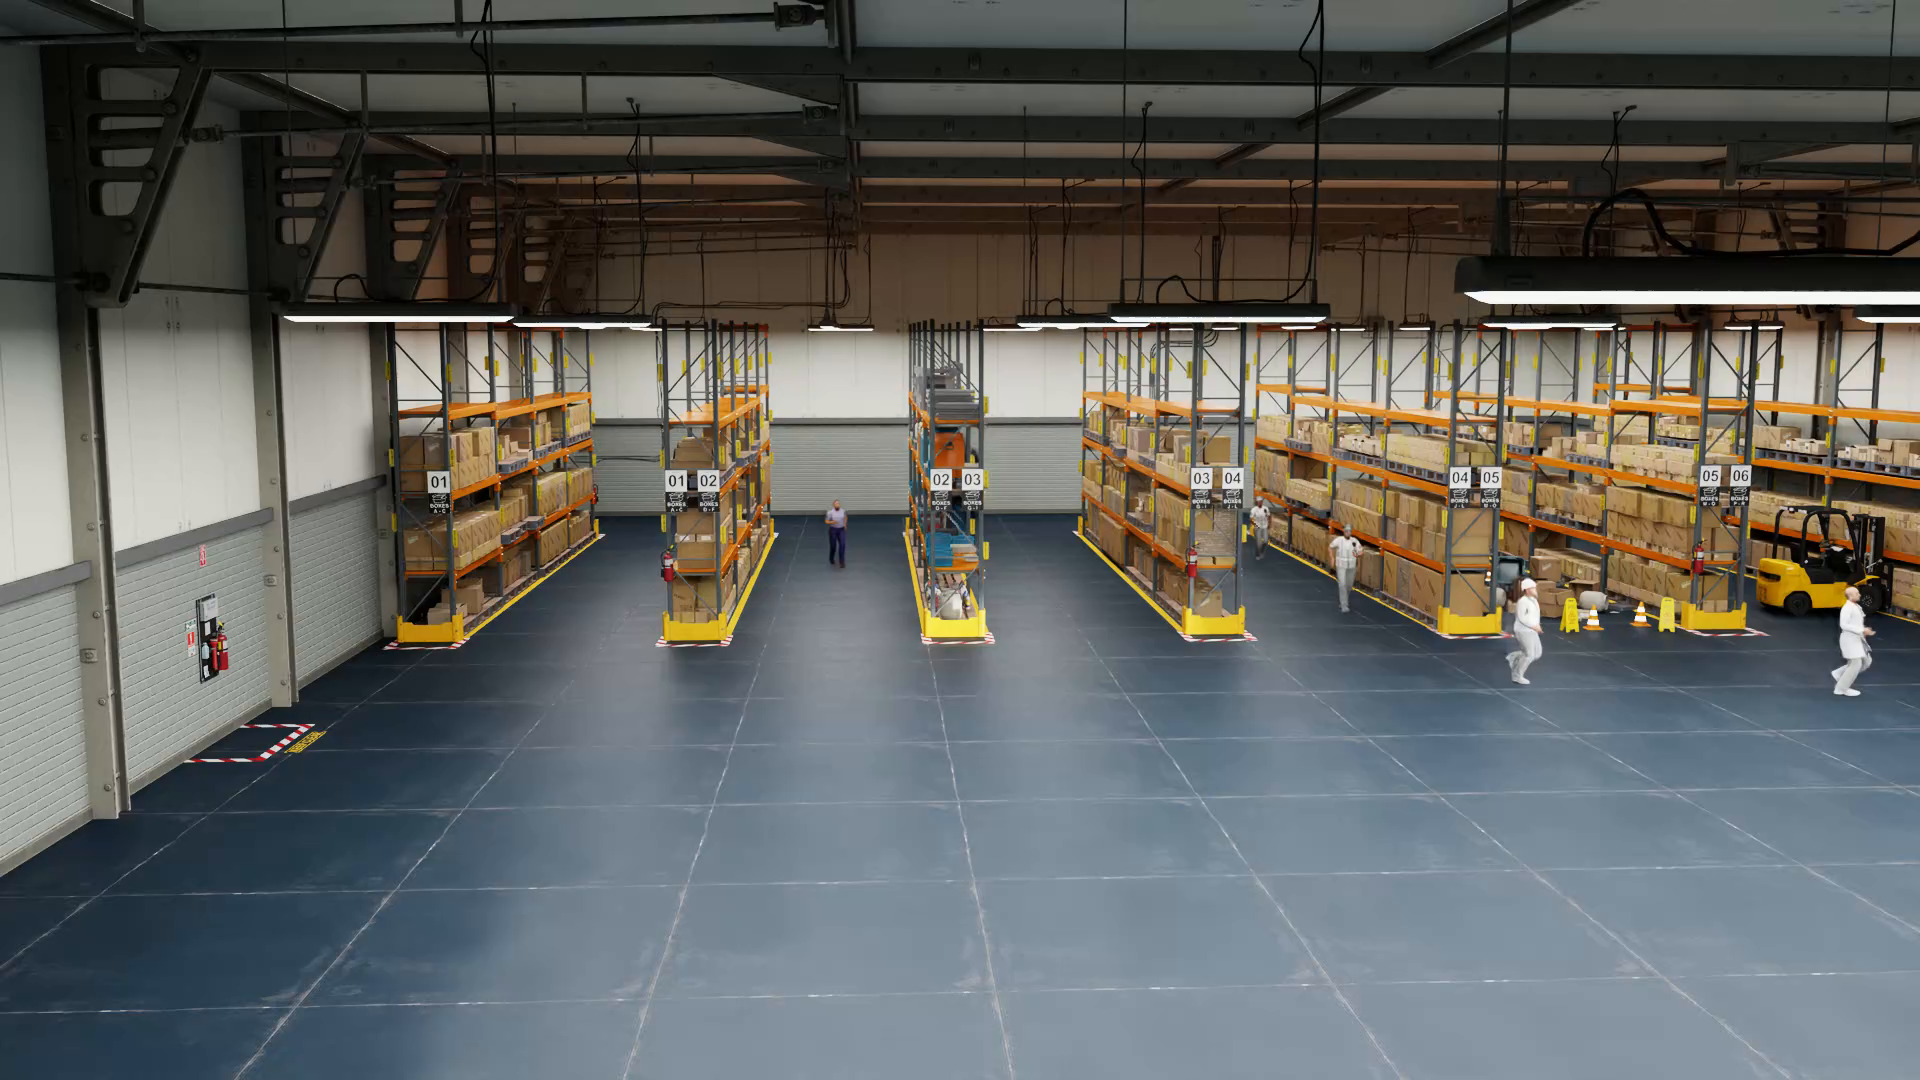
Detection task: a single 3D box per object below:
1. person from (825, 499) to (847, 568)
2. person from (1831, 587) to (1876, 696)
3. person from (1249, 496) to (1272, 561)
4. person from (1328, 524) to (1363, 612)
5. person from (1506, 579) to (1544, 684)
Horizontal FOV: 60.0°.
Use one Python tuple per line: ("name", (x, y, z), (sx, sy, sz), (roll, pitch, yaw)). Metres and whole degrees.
("person", (-3.030, -0.169, 40.978), (0.608, 1.635, 0.880), (-2, 7, -17))
("person", (14.205, 1.609, 26.346), (0.598, 1.730, 0.702), (6, 9, 41))
("person", (7.610, -0.290, 42.038), (0.590, 1.660, 0.573), (0, 7, 0))
("person", (8.034, 0.547, 34.590), (0.666, 1.775, 0.967), (0, 7, -1))
("person", (9.331, 1.496, 27.397), (0.646, 1.735, 0.679), (5, 9, 37))
